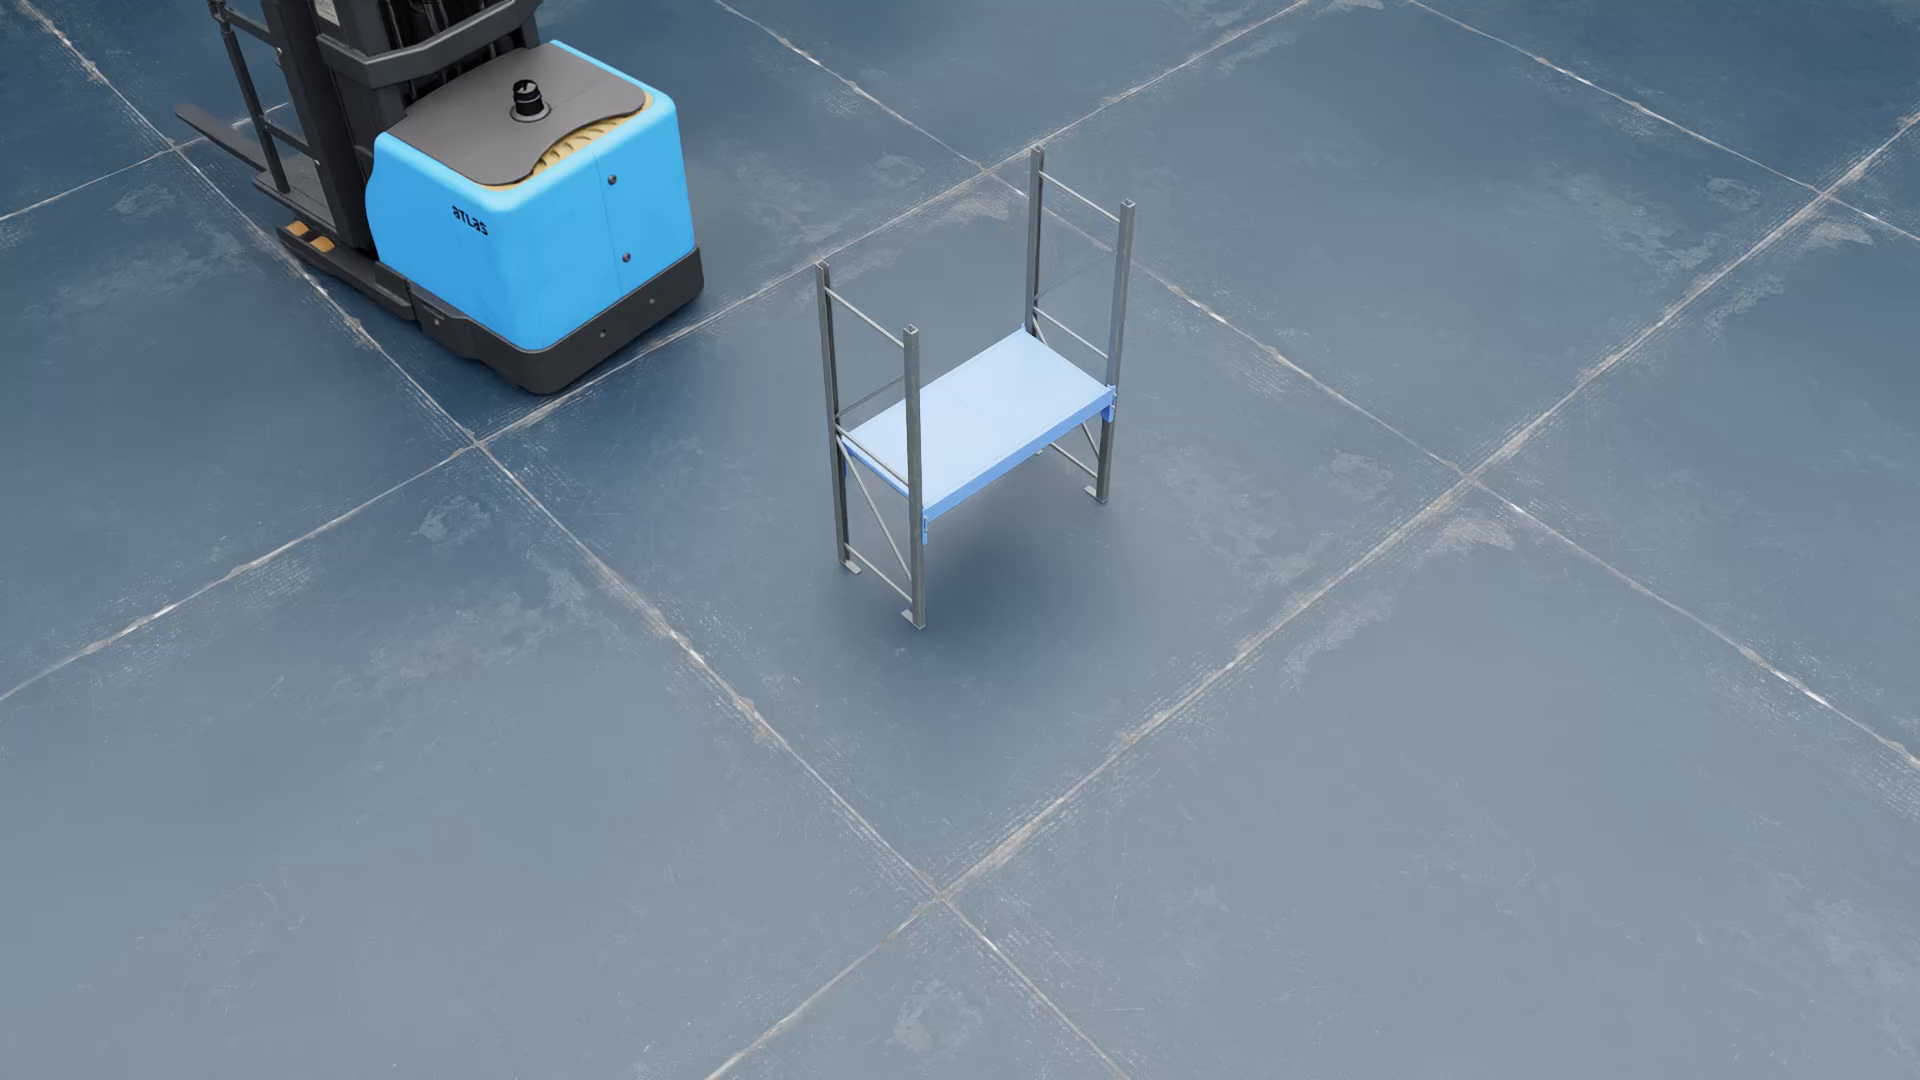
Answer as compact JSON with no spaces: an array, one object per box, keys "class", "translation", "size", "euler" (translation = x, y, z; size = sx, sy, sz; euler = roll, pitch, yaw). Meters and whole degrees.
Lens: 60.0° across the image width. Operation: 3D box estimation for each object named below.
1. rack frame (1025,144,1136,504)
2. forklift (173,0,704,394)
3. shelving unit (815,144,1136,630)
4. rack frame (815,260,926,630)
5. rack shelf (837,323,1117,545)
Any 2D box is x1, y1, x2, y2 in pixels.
[{"class":"rack frame","translation":[0.439,-0.802,6.523],"size":[0.032,1.500,0.500],"euler":[-34,56,-27]},{"class":"forklift","translation":[-2.664,-2.553,7.165],"size":[3.031,2.935,1.130],"euler":[31,54,25]},{"class":"shelving unit","translation":[0.063,-0.551,6.291],"size":[1.048,1.500,0.538],"euler":[-34,56,-27]},{"class":"rack frame","translation":[-0.313,-0.299,6.059],"size":[0.032,1.500,0.500],"euler":[-34,56,-27]},{"class":"rack shelf","translation":[0.063,-0.429,6.423],"size":[1.000,0.185,0.538],"euler":[-34,56,-27]}]
